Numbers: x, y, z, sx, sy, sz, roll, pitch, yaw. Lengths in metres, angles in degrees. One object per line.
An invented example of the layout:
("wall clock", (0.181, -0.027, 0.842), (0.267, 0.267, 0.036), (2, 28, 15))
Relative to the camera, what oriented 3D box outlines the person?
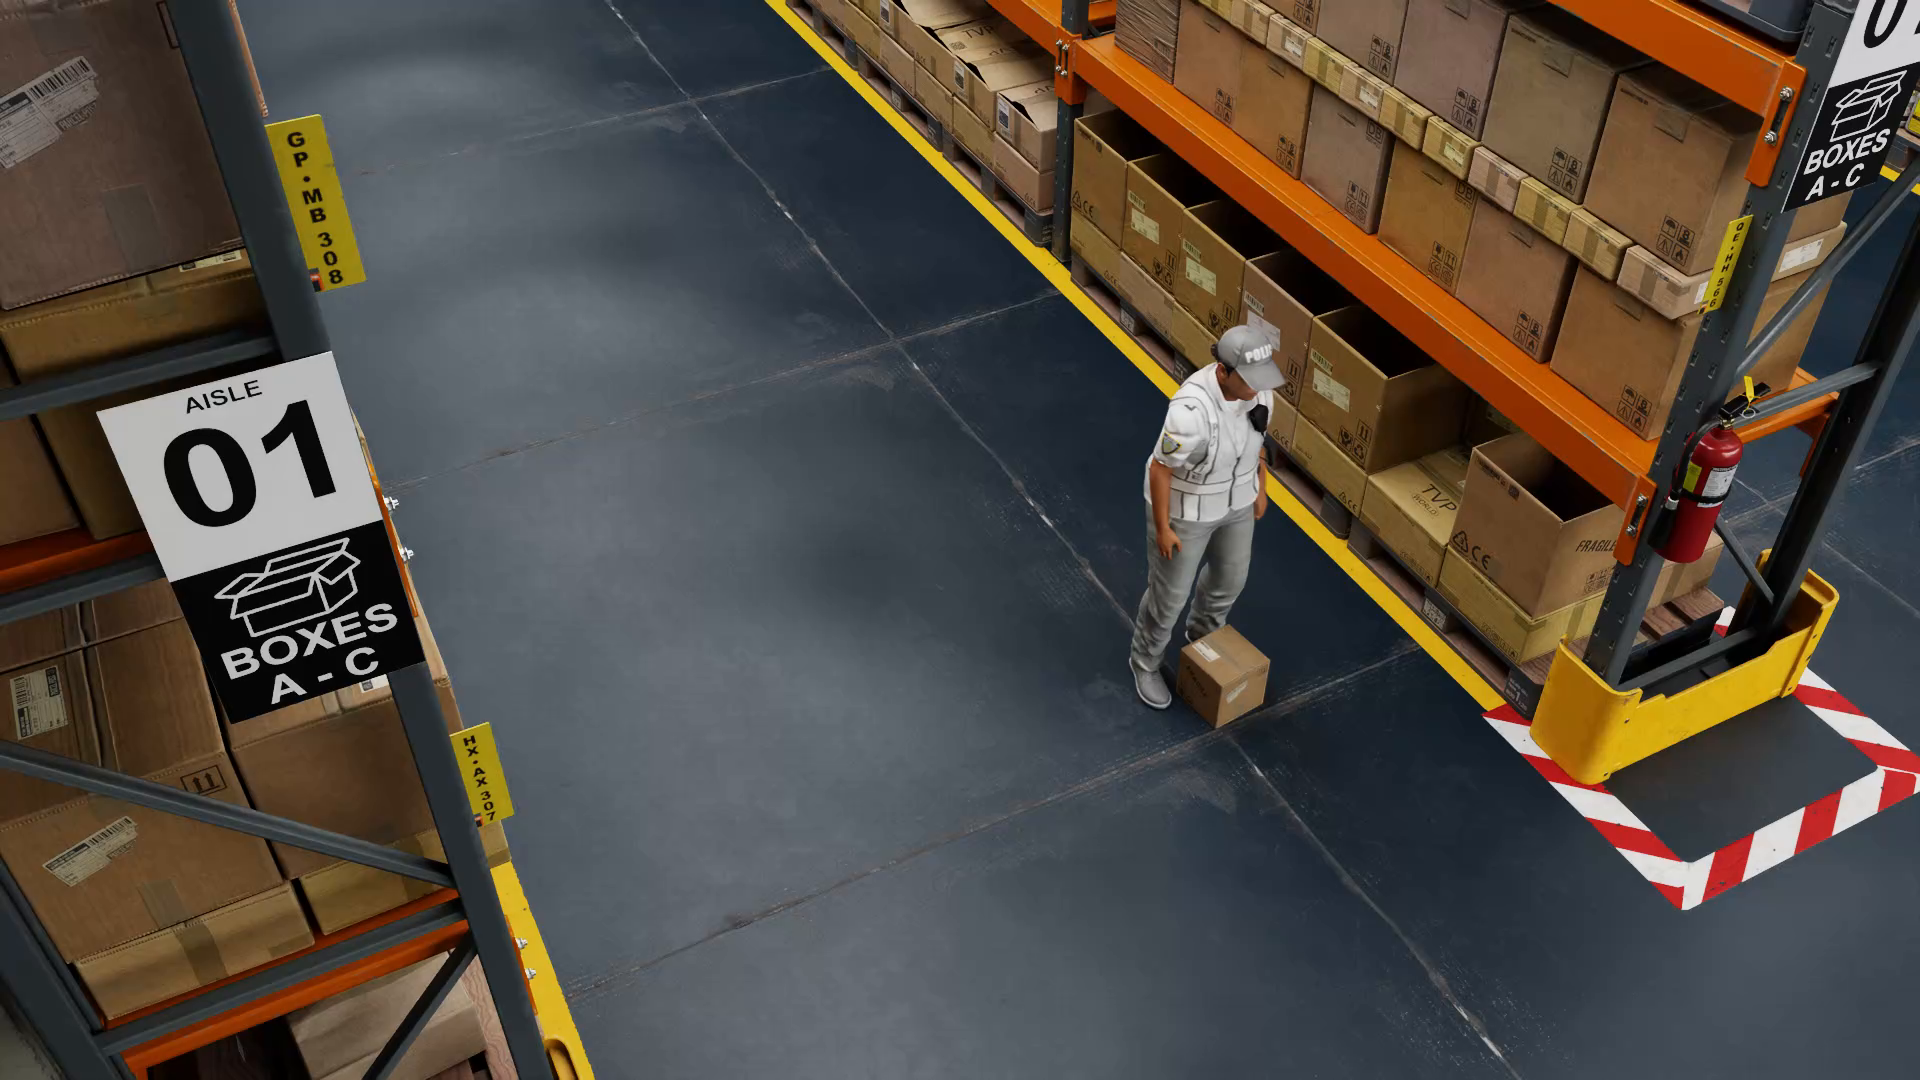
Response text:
("person", (0.932, -0.113, 6.281), (0.564, 1.667, 0.463), (-22, 46, -23))
